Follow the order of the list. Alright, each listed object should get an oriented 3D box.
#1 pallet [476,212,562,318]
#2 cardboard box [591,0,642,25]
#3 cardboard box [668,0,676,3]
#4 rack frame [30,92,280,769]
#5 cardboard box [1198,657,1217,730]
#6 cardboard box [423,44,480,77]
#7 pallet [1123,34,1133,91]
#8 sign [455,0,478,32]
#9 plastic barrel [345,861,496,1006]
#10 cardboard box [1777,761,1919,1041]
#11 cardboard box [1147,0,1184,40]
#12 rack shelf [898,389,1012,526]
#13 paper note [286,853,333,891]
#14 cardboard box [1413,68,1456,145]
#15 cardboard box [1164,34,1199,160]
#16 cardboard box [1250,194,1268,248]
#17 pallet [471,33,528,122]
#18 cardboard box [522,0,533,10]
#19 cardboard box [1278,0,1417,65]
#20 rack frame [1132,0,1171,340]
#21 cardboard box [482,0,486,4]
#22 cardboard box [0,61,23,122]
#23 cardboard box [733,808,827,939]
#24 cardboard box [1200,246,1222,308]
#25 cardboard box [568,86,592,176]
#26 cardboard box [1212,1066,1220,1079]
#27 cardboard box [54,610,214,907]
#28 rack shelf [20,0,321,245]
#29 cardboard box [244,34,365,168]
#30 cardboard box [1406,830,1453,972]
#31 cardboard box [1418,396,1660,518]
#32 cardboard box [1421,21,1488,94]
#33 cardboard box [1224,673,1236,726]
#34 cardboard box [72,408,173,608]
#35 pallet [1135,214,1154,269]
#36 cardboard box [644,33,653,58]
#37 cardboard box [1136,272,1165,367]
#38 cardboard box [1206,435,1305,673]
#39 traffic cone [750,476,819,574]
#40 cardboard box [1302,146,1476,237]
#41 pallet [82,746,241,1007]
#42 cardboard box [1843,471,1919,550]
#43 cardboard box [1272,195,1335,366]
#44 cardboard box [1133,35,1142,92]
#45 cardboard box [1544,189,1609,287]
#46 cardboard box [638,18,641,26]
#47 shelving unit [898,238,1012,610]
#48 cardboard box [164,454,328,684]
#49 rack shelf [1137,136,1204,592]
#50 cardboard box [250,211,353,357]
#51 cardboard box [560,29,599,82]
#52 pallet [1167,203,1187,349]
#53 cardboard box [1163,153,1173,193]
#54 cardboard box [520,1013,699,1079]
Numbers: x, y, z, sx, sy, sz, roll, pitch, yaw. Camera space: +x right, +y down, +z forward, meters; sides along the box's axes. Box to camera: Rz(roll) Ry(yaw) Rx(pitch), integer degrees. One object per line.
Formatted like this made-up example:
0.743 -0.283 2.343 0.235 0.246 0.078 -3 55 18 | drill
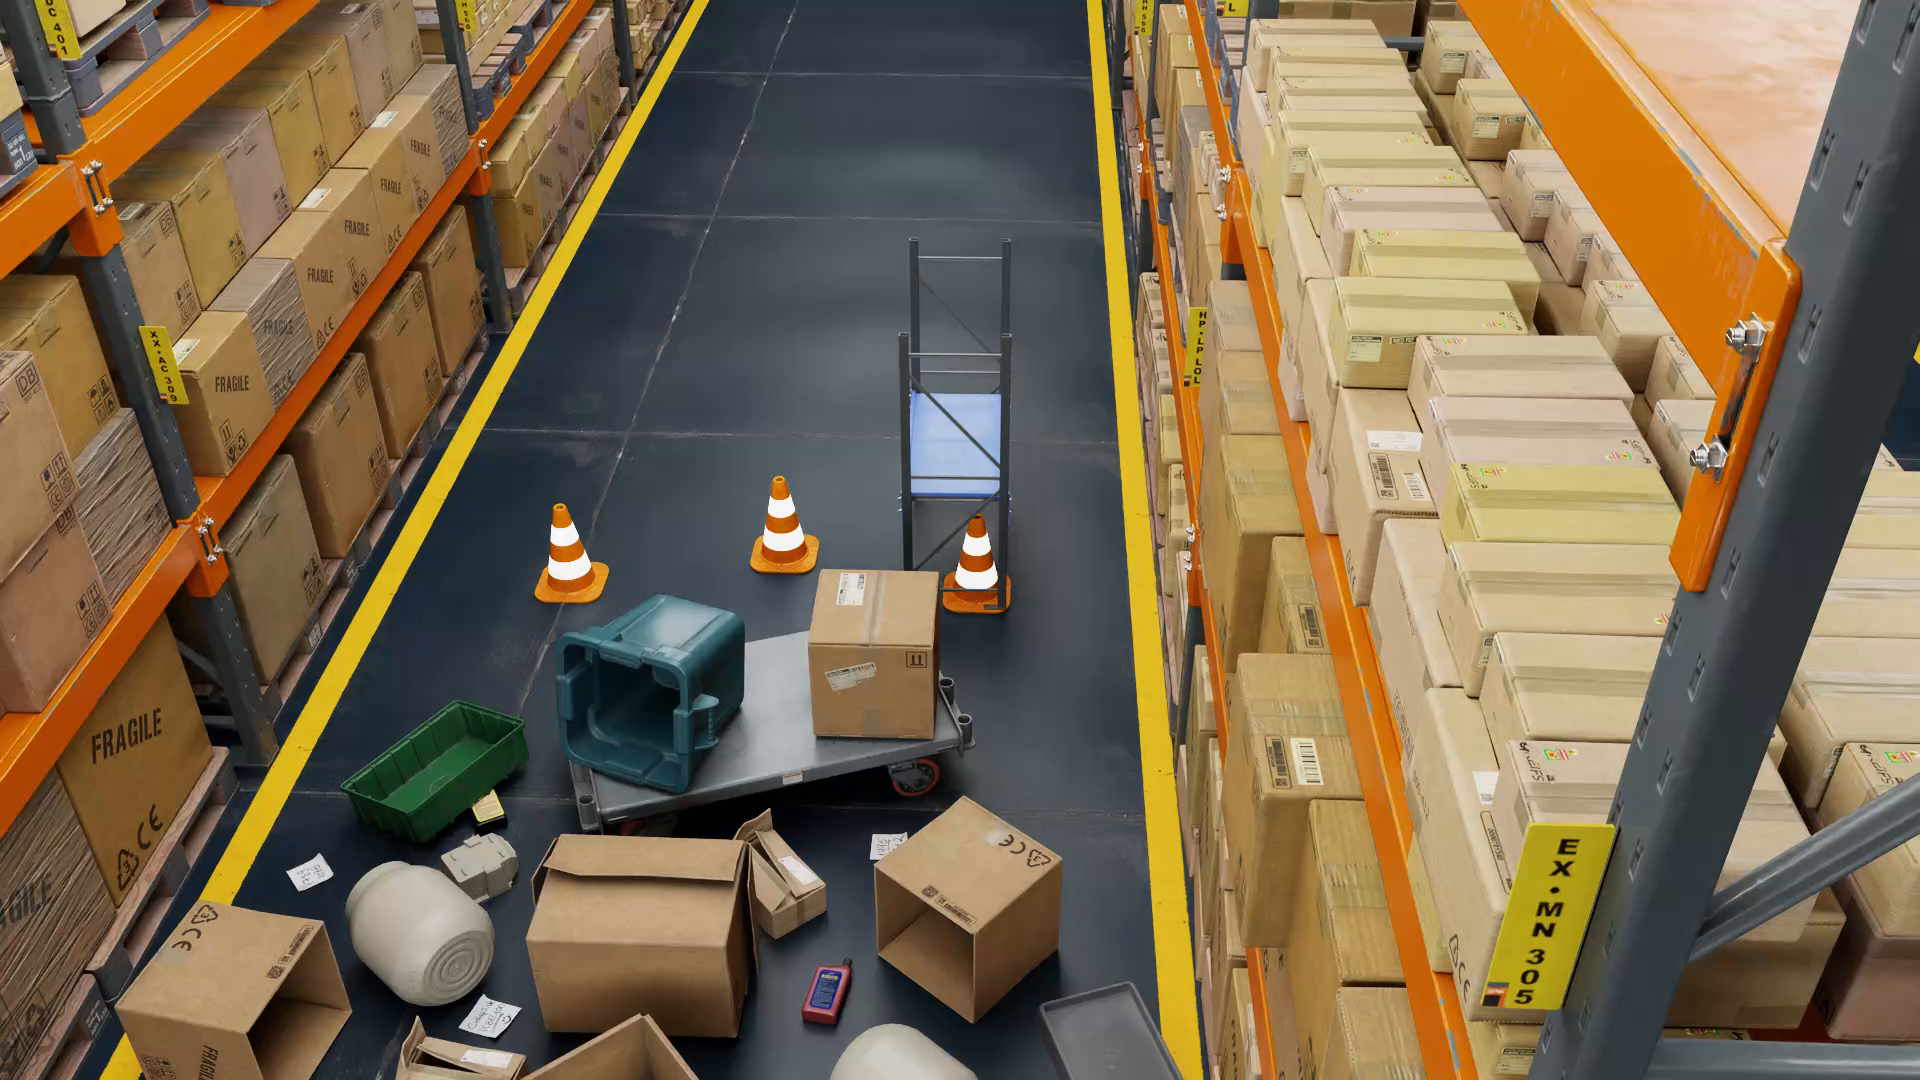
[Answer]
-3.323 -1.880 11.187 1.003 0.211 1.213 1 35 2 | pallet
-2.904 -4.469 14.042 0.380 0.149 0.250 3 35 4 | cardboard box
-2.829 -5.119 15.485 0.380 0.149 0.250 2 35 3 | cardboard box
-3.517 -0.273 6.476 1.000 3.000 0.127 1 35 2 | rack frame
1.075 0.567 6.090 0.380 0.149 0.250 2 35 3 | cardboard box
-3.136 -2.893 10.057 0.380 0.149 0.250 1 35 1 | cardboard box
1.864 -4.108 14.357 1.003 0.211 1.213 1 35 2 | pallet
-2.801 -3.034 9.398 0.100 0.325 0.005 1 35 2 | sign
-2.029 1.468 6.239 0.512 0.421 0.421 28 44 33 | plastic barrel
1.559 0.511 2.623 0.500 0.250 0.500 1 35 1 | cardboard box
1.354 -3.268 9.781 0.500 0.500 0.500 0 35 1 | cardboard box
-0.012 -0.426 8.298 0.538 0.185 1.000 1 34 1 | rack shelf
-2.639 1.348 6.750 0.147 0.020 0.142 -24 42 -30 | paper note
1.685 -1.244 5.120 0.500 0.250 0.500 1 35 1 | cardboard box
1.331 -2.297 8.644 0.500 0.500 0.500 3 35 4 | cardboard box
1.107 -1.019 5.147 0.380 0.149 0.250 1 35 2 | cardboard box
-3.434 -2.905 10.387 1.213 0.211 1.003 1 35 2 | pallet
-3.085 -3.655 11.141 0.380 0.149 0.250 2 35 3 | cardboard box
1.312 -1.894 5.938 0.500 0.250 0.500 1 35 1 | cardboard box
1.594 -2.515 9.666 1.000 3.000 0.127 1 35 2 | rack frame
-3.121 -3.440 10.318 0.380 0.149 0.250 1 35 2 | cardboard box
-3.212 -1.394 5.228 0.380 0.149 0.250 1 35 2 | cardboard box
-0.744 1.320 6.587 0.258 0.266 0.396 -24 42 -30 | cardboard box
1.223 -0.822 6.546 0.500 0.500 0.500 1 35 1 | cardboard box
-3.019 -2.998 12.162 0.500 0.500 0.500 1 35 1 | cardboard box
1.081 1.965 5.317 0.500 0.250 0.500 0 35 0 | cardboard box
-3.612 0.784 6.454 0.875 0.875 0.875 2 35 3 | cardboard box
-3.436 -2.355 7.455 1.077 0.370 4.000 1 35 2 | rack shelf
-3.421 -2.178 8.230 0.700 0.500 0.500 1 35 1 | cardboard box
0.985 0.601 2.841 0.380 0.149 0.250 2 35 2 | cardboard box
1.111 -0.150 3.217 0.380 0.149 0.250 1 35 2 | cardboard box
1.639 -1.481 5.110 0.380 0.149 0.250 2 35 3 | cardboard box
1.107 0.444 5.110 0.500 0.500 0.500 1 35 1 | cardboard box
-3.519 -0.123 6.131 0.875 0.550 0.550 1 35 2 | cardboard box
1.701 -1.826 11.110 1.003 0.211 1.213 1 35 2 | pallet
-2.849 -4.230 14.220 0.380 0.149 0.250 2 35 3 | cardboard box
1.561 -1.288 9.839 0.950 0.372 0.625 -1 35 -1 | cardboard box
1.110 0.040 4.815 0.700 0.500 0.500 1 35 1 | cardboard box
-0.903 -0.114 8.455 0.336 0.463 0.334 1 35 2 | traffic cone
1.097 -0.899 4.282 0.380 0.149 0.250 0 35 0 | cardboard box
-3.625 1.303 6.659 1.003 0.211 1.213 1 35 2 | pallet
1.641 0.001 3.002 0.380 0.149 0.250 1 35 2 | cardboard box
1.098 -0.674 4.309 0.500 0.250 0.500 2 35 2 | cardboard box
1.360 -3.044 10.549 0.500 0.250 0.500 2 35 3 | cardboard box
1.654 -0.734 4.047 0.380 0.149 0.250 2 35 2 | cardboard box
-2.967 -4.486 14.325 0.380 0.149 0.250 1 35 2 | cardboard box
-0.011 -0.574 8.196 0.538 1.500 1.048 1 34 1 | shelving unit
-3.582 0.116 7.513 1.050 0.750 0.750 1 35 2 | cardboard box
1.514 -1.072 8.238 1.077 0.370 4.000 1 35 2 | rack shelf
-3.184 -1.188 7.690 0.500 0.500 0.500 1 35 2 | cardboard box
-3.007 -3.597 12.361 0.500 0.250 0.500 3 35 4 | cardboard box
1.556 -1.299 8.102 1.003 0.211 1.213 1 35 2 | pallet
1.262 -1.927 8.681 0.380 0.149 0.250 2 35 2 | cardboard box
-1.186 2.035 5.363 0.797 0.503 0.637 -24 42 -30 | cardboard box
